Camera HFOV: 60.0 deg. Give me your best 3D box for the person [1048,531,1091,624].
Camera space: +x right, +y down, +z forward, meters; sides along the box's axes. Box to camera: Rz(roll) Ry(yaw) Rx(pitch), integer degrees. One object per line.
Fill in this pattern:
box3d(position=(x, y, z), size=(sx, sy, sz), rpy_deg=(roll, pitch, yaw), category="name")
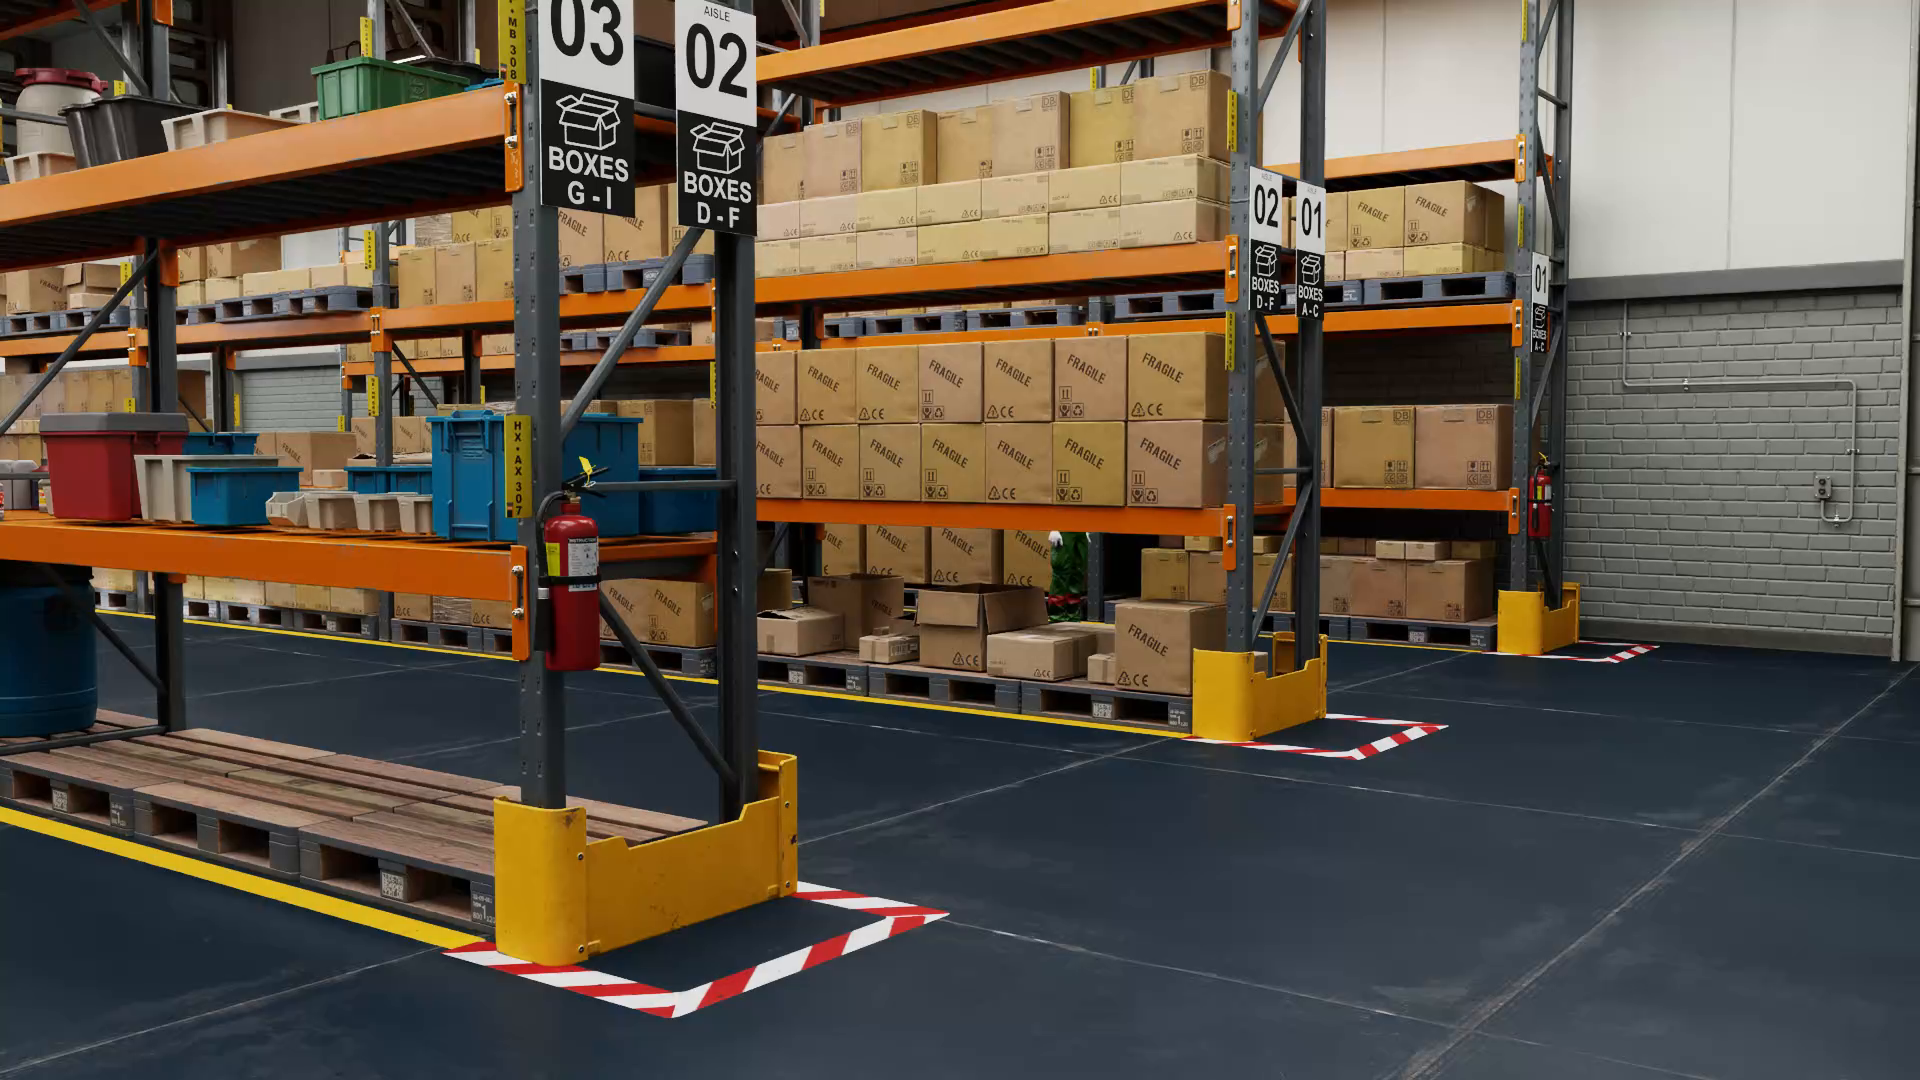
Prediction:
box3d(position=(0.972, -0.061, 14.711), size=(0.386, 1.794, 0.528), rpy_deg=(2, 4, 37), category="person")
